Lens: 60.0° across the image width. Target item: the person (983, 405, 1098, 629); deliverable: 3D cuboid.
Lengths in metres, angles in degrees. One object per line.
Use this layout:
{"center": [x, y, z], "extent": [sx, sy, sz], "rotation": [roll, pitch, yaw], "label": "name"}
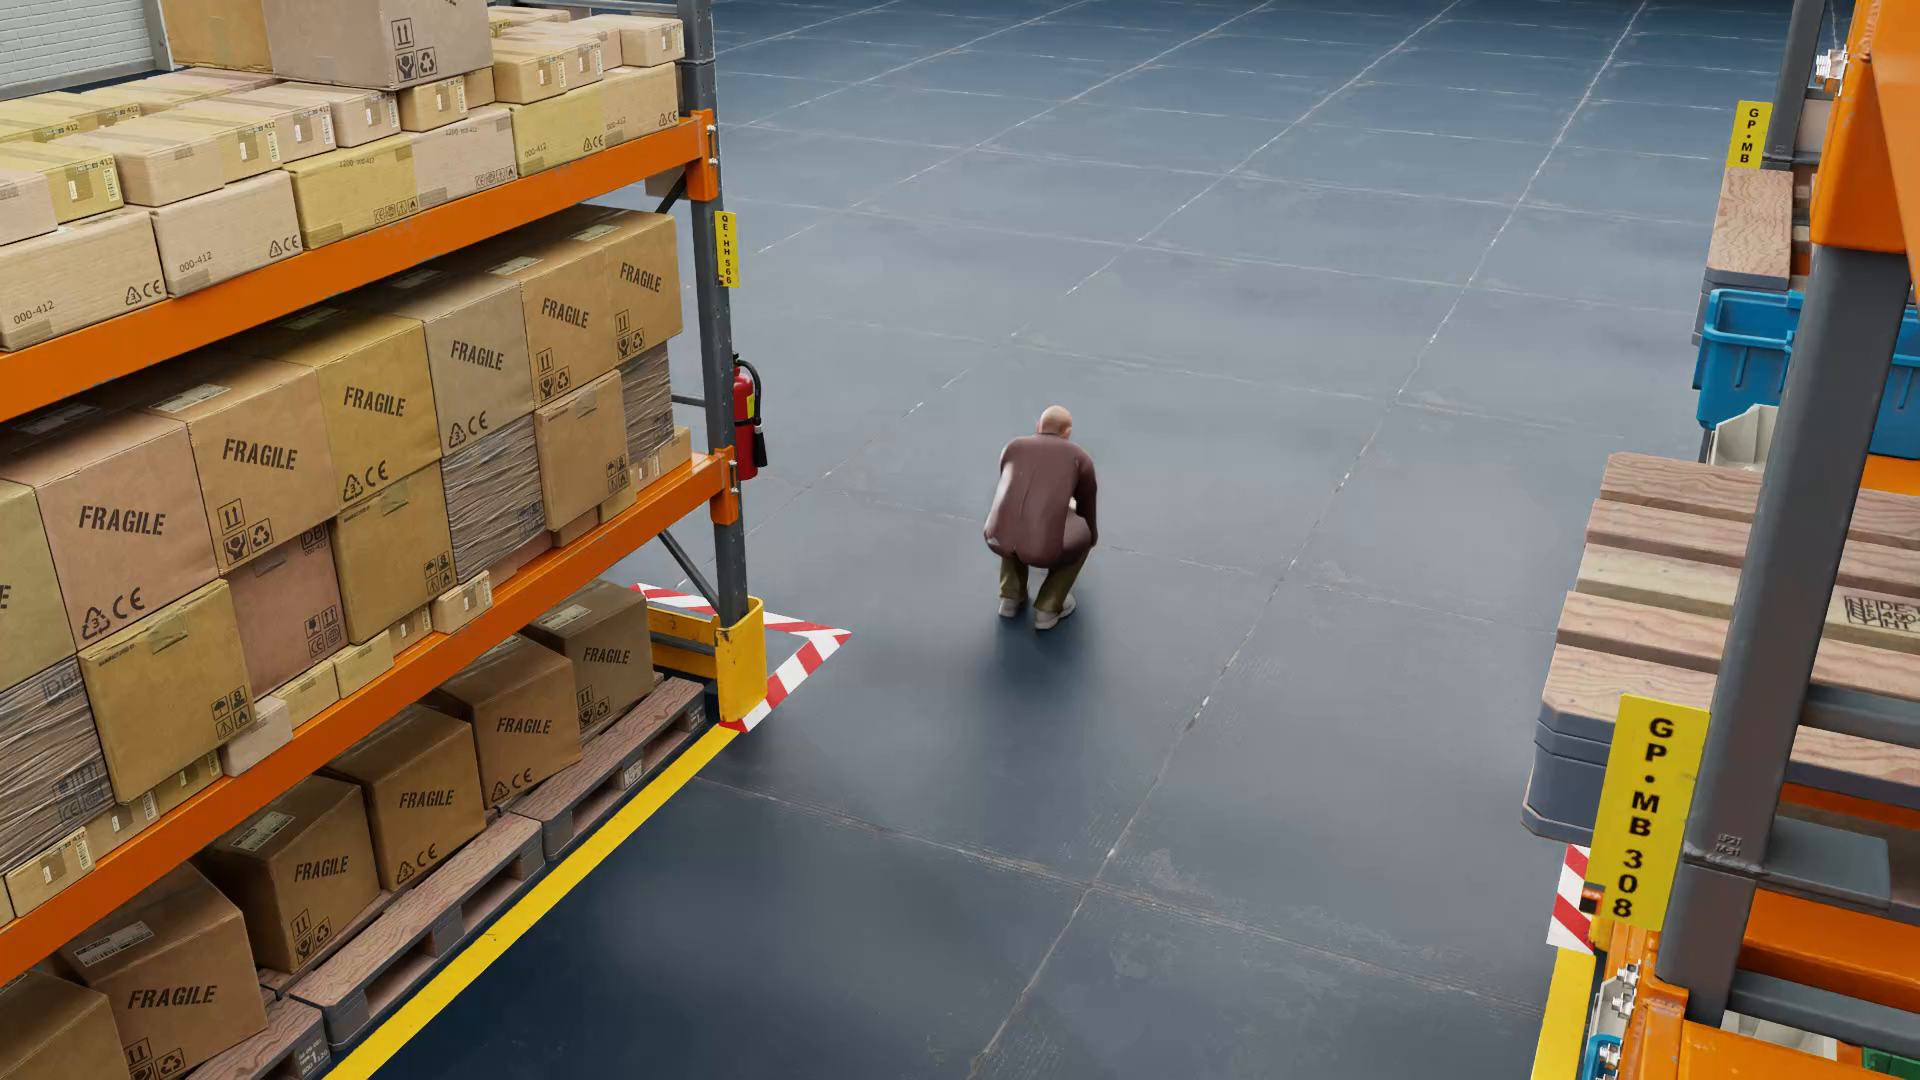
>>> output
{"center": [0.444, -0.122, 8.782], "extent": [0.573, 0.998, 0.931], "rotation": [10, 28, 21], "label": "person"}
